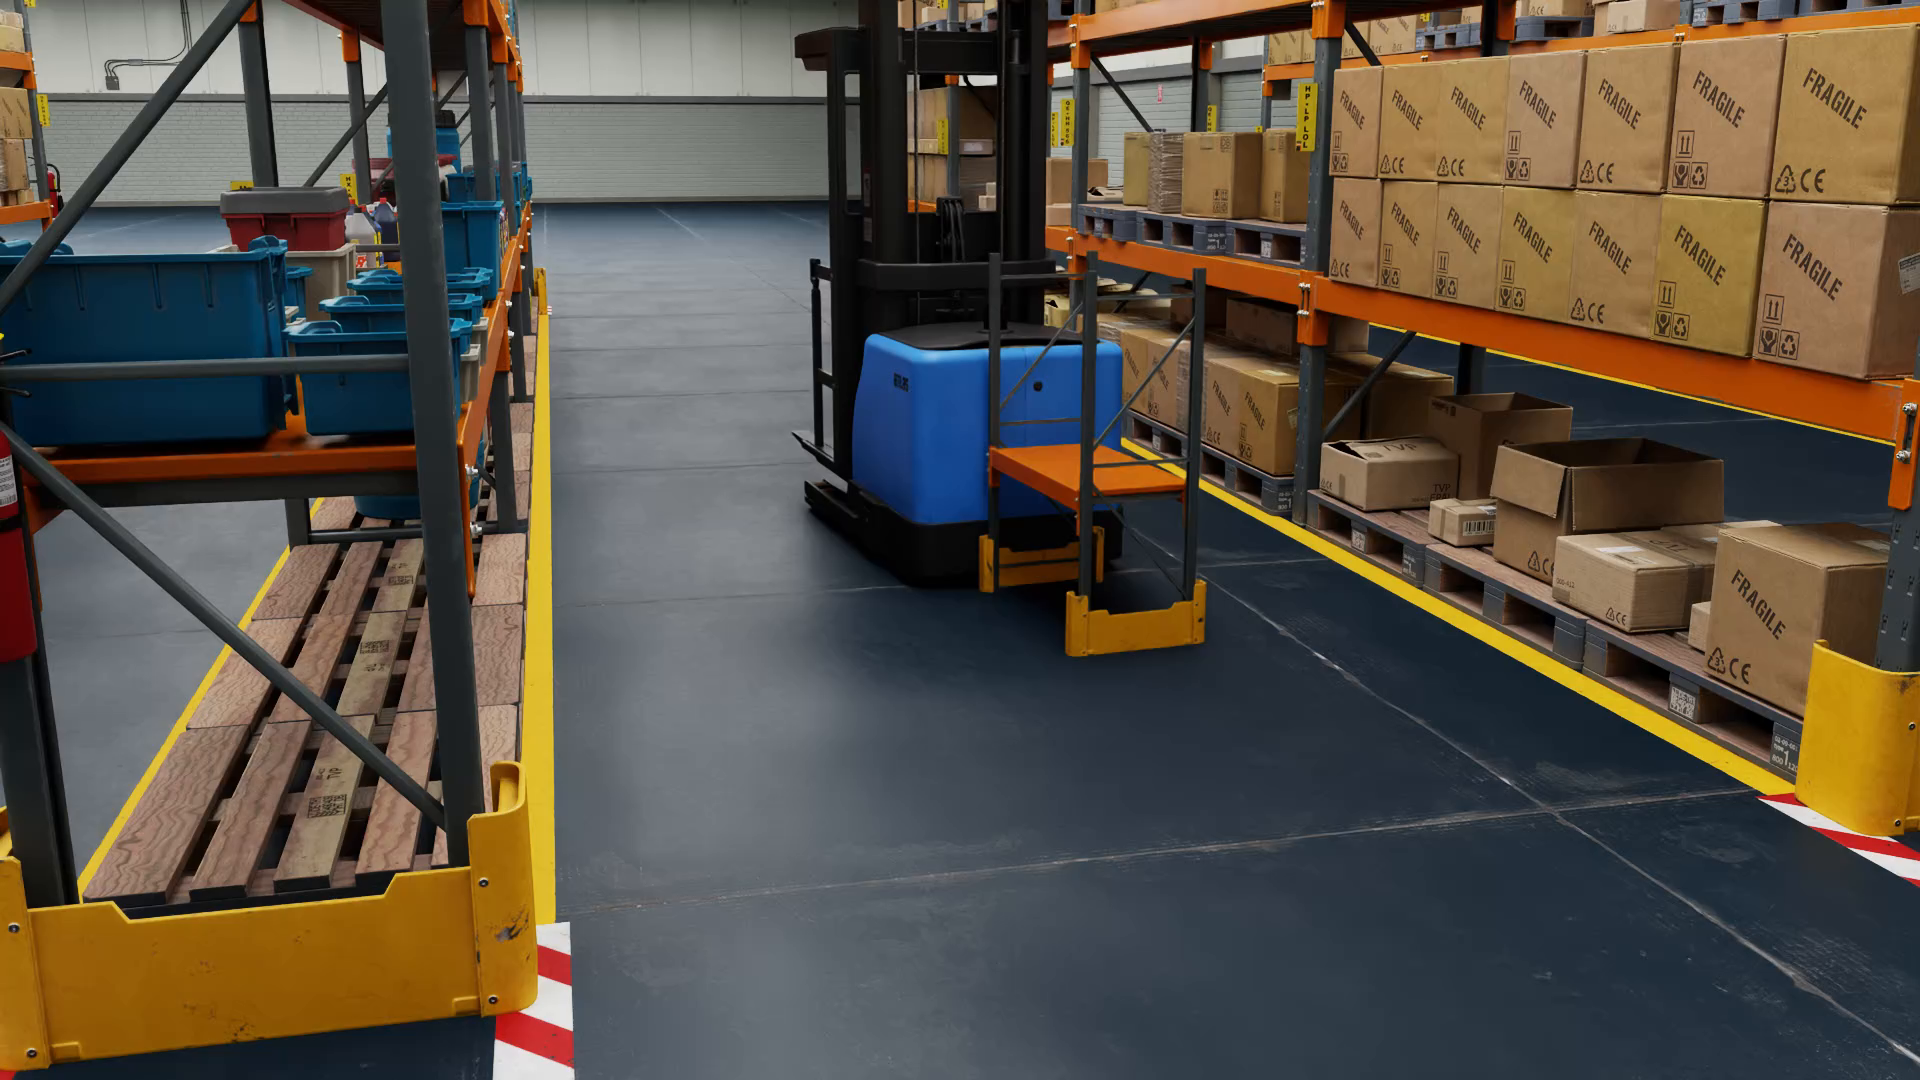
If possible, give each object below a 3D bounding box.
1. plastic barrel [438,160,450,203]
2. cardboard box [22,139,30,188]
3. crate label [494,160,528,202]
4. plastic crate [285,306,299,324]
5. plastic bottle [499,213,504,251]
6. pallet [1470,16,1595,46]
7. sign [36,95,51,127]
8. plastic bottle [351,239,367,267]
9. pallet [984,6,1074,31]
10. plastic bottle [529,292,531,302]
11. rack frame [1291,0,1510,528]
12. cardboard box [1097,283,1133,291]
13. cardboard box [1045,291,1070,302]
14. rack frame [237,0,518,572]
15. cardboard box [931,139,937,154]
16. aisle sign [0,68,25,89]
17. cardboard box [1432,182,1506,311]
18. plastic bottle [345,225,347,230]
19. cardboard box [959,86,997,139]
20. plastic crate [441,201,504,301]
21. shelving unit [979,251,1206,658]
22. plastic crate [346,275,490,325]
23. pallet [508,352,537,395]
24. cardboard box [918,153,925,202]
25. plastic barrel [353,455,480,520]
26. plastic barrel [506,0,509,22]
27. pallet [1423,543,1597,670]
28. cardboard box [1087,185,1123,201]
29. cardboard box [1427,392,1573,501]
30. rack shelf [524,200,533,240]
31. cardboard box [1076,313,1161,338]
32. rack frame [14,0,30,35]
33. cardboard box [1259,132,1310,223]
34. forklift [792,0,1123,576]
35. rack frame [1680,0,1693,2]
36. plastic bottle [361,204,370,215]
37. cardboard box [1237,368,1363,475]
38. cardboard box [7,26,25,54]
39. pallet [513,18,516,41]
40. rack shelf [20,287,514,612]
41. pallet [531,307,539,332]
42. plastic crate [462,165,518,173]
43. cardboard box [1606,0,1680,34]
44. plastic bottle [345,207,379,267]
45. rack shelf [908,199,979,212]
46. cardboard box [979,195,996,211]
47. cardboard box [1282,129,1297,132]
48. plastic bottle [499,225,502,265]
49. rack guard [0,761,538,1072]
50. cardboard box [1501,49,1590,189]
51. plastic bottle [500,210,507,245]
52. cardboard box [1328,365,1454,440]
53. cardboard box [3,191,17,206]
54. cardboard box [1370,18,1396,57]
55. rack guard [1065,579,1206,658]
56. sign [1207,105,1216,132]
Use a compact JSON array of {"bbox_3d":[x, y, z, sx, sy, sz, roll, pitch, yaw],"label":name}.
[{"bbox_3d":[-4.048,-2.586,12.458,0.421,0.512,0.421,0,14,0],"label":"plastic barrel"},{"bbox_3d":[-10.091,-3.844,17.002,0.875,0.500,0.500,-3,14,-13],"label":"cardboard box"},{"bbox_3d":[-4.684,-3.663,17.024,0.502,0.435,0.616,-3,14,-13],"label":"crate label"},{"bbox_3d":[-2.219,-0.641,5.159,0.298,0.136,0.250,-3,14,-13],"label":"plastic crate"},{"bbox_3d":[-2.725,-1.813,9.633,0.144,0.351,0.185,-3,14,-13],"label":"plastic bottle"},{"bbox_3d":[5.479,-4.663,15.268,1.213,0.211,1.003,-3,14,-13],"label":"pallet"},{"bbox_3d":[-9.649,-4.521,17.507,0.100,0.325,0.005,-3,14,-13],"label":"sign"},{"bbox_3d":[-2.936,-1.359,8.086,0.097,0.201,0.097,0,14,0],"label":"plastic bottle"},{"bbox_3d":[0.804,-4.260,13.619,1.003,0.211,1.213,-3,14,-11],"label":"pallet"},{"bbox_3d":[-4.370,-2.410,16.626,0.144,0.351,0.185,-3,14,-14],"label":"plastic bottle"},{"bbox_3d":[2.255,-1.562,8.500,1.000,3.000,0.127,-3,14,-13],"label":"rack frame"},{"bbox_3d":[1.229,-2.001,14.025,0.500,0.311,0.500,-4,14,-15],"label":"cardboard box"},{"bbox_3d":[0.825,-1.852,13.415,0.500,0.311,0.500,-4,14,-14],"label":"cardboard box"},{"bbox_3d":[-2.561,-1.287,7.373,1.000,3.000,0.127,-3,14,-13],"label":"rack frame"},{"bbox_3d":[-0.079,-4.000,16.901,0.380,0.149,0.250,-3,14,-13],"label":"cardboard box"},{"bbox_3d":[-9.916,-5.073,17.393,0.394,0.787,0.004,-3,14,-13],"label":"aisle sign"},{"bbox_3d":[2.349,-1.244,6.989,0.500,0.500,0.500,-3,14,-13],"label":"cardboard box"},{"bbox_3d":[-3.138,-1.499,8.347,0.144,0.351,0.185,-3,14,-13],"label":"plastic bottle"},{"bbox_3d":[0.266,-4.188,16.306,0.700,0.500,0.500,-3,14,-13],"label":"cardboard box"},{"bbox_3d":[-2.119,-1.219,7.005,0.392,0.384,0.575,-3,14,-13],"label":"plastic crate"},{"bbox_3d":[0.538,-0.408,6.938,0.587,1.500,1.083,-5,15,-19],"label":"shelving unit"},{"bbox_3d":[-1.668,-0.691,5.161,0.416,0.233,0.300,-3,14,-13],"label":"plastic crate"},{"bbox_3d":[-3.927,-1.317,13.371,1.003,0.211,1.213,-3,14,-13],"label":"pallet"},{"bbox_3d":[-0.100,-3.913,17.914,0.700,0.500,0.500,-3,14,-11],"label":"cardboard box"},{"bbox_3d":[-2.672,-0.598,8.090,0.600,0.901,0.708,-3,14,-13],"label":"plastic barrel"},{"bbox_3d":[-3.635,-4.228,12.186,0.600,0.830,0.708,-3,14,-13],"label":"plastic barrel"},{"bbox_3d":[2.706,0.233,7.028,1.003,0.211,1.213,-3,14,-13],"label":"pallet"},{"bbox_3d":[1.294,-2.659,13.176,0.500,0.311,0.500,-3,14,-14],"label":"cardboard box"},{"bbox_3d":[2.665,-0.446,8.271,0.500,0.500,0.500,-3,14,-13],"label":"cardboard box"},{"bbox_3d":[-4.909,-3.244,16.901,1.077,0.370,4.000,-3,14,-13],"label":"rack shelf"},{"bbox_3d":[1.145,-1.363,12.026,0.500,0.500,0.500,-3,14,-11],"label":"cardboard box"},{"bbox_3d":[-10.193,-6.693,16.863,1.000,3.000,0.127,-3,14,-13],"label":"rack frame"},{"bbox_3d":[2.138,-2.091,9.571,0.700,0.500,0.500,-1,14,-4],"label":"cardboard box"},{"bbox_3d":[-0.207,-1.563,8.651,1.130,2.935,3.031,-5,15,-19],"label":"forklift"},{"bbox_3d":[6.130,-5.676,12.699,1.000,3.000,0.127,-3,14,-13],"label":"rack frame"},{"bbox_3d":[-3.617,-1.895,10.108,0.061,0.283,0.133,-3,14,-13],"label":"plastic bottle"},{"bbox_3d":[1.861,-0.659,9.145,0.500,0.500,0.500,-3,14,-13],"label":"cardboard box"},{"bbox_3d":[-9.833,-5.066,16.839,0.500,0.250,0.500,-3,14,-12],"label":"cardboard box"},{"bbox_3d":[-4.704,-4.659,15.253,1.213,0.211,1.003,-3,14,-13],"label":"pallet"},{"bbox_3d":[-2.091,-0.476,5.570,1.077,0.370,4.000,-3,14,-13],"label":"rack shelf"},{"bbox_3d":[-4.847,-2.217,17.056,1.003,0.211,1.213,-3,14,-13],"label":"pallet"},{"bbox_3d":[-3.582,-2.630,12.738,0.402,0.464,0.583,-3,14,-13],"label":"plastic crate"},{"bbox_3d":[5.698,-4.336,13.681,0.500,0.311,0.500,-3,14,-13],"label":"cardboard box"},{"bbox_3d":[-2.954,-1.465,8.205,0.144,0.351,0.185,-3,14,-13],"label":"plastic bottle"},{"bbox_3d":[-0.093,-3.519,18.028,1.077,0.370,4.000,-3,14,-13],"label":"rack shelf"},{"bbox_3d":[0.386,-3.070,15.201,0.380,0.149,0.250,-3,14,-13],"label":"cardboard box"},{"bbox_3d":[4.177,-4.667,19.903,0.500,0.500,0.500,-3,14,-13],"label":"cardboard box"},{"bbox_3d":[-2.571,-1.648,9.122,0.097,0.271,0.097,0,14,0],"label":"plastic bottle"},{"bbox_3d":[-1.603,0.855,3.873,1.175,0.500,0.348,-3,14,-13],"label":"rack guard"},{"bbox_3d":[2.456,-1.615,6.400,0.500,0.500,0.500,-3,14,-11],"label":"cardboard box"},{"bbox_3d":[-2.881,-1.952,10.366,0.097,0.271,0.097,0,14,0],"label":"plastic bottle"},{"bbox_3d":[2.378,-0.687,9.257,0.500,0.500,0.500,-4,14,-16],"label":"cardboard box"},{"bbox_3d":[-9.715,-3.432,16.682,0.380,0.149,0.250,-3,14,-13],"label":"cardboard box"},{"bbox_3d":[4.725,-5.420,17.718,0.500,0.500,0.500,-5,14,-18],"label":"cardboard box"},{"bbox_3d":[0.703,0.310,6.630,0.587,0.250,0.087,-5,15,-19],"label":"rack guard"},{"bbox_3d":[1.841,-3.041,12.282,0.100,0.325,0.005,-3,14,-13],"label":"sign"}]
